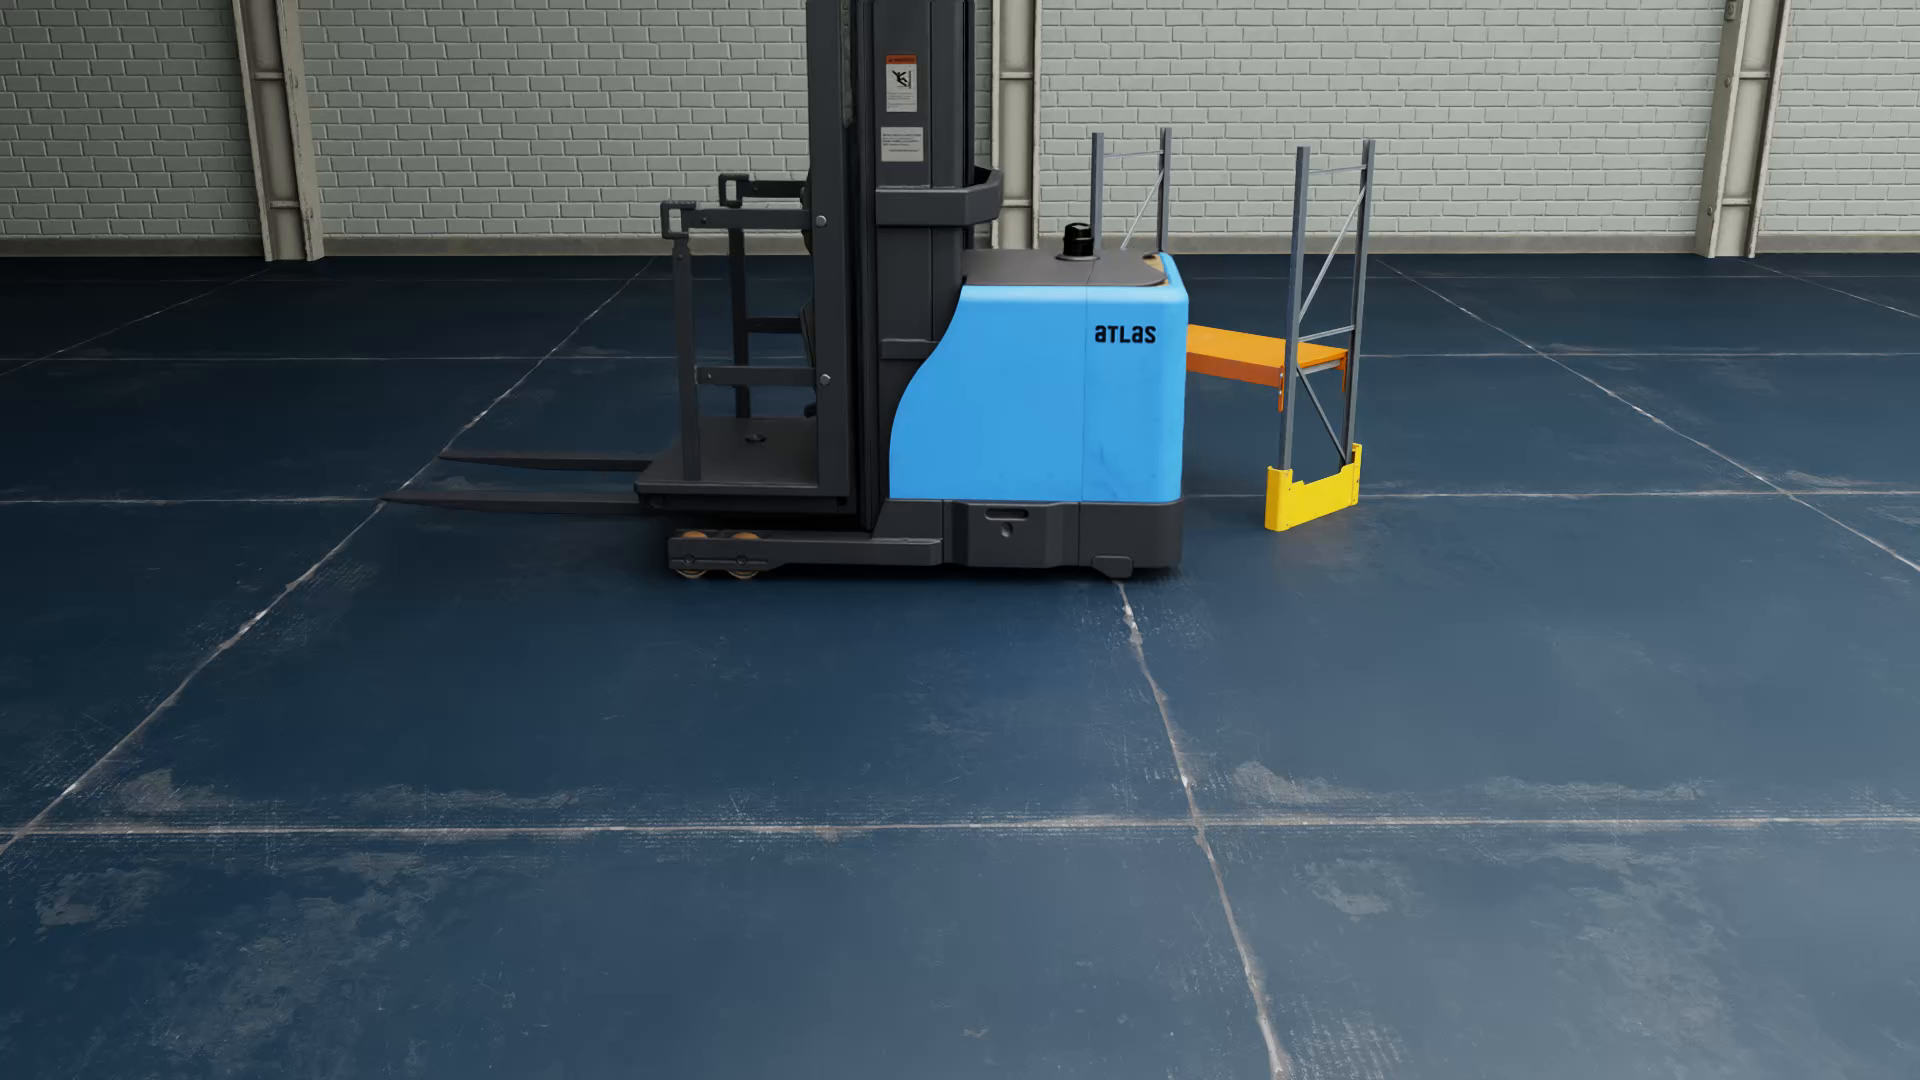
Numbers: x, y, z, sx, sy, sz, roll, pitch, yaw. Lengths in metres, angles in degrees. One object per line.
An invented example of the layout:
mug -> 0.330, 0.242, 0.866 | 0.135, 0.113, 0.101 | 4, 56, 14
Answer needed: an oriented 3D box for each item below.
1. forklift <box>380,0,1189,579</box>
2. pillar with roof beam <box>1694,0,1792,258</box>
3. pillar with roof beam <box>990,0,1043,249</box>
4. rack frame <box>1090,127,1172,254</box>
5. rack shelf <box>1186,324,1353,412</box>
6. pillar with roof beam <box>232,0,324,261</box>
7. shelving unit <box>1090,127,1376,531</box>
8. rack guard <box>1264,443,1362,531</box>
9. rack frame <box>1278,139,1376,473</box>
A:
forklift -> -0.674, -1.414, 6.157 | 3.031, 2.935, 1.130 | 1, 18, 4
pillar with roof beam -> 6.521, -5.380, 8.585 | 0.400, 9.000, 9.100 | 0, 18, -1
pillar with roof beam -> 0.522, -5.351, 8.495 | 0.400, 9.000, 9.100 | 0, 18, -1
rack frame -> 0.738, -1.038, 7.328 | 0.500, 1.500, 0.032 | -17, 24, -42
rack shelf -> 1.097, -0.757, 7.040 | 0.538, 0.185, 1.000 | -17, 24, -42
pillar with roof beam -> -5.477, -5.322, 8.405 | 0.400, 9.000, 9.100 | 0, 18, -1
shelving unit -> 1.103, -0.926, 6.979 | 0.587, 1.500, 1.083 | -17, 24, -42
rack guard -> 1.455, -0.223, 6.834 | 0.587, 0.250, 0.087 | -17, 24, -42
rack frame -> 1.456, -0.818, 6.642 | 0.500, 1.500, 0.032 | -17, 24, -42
